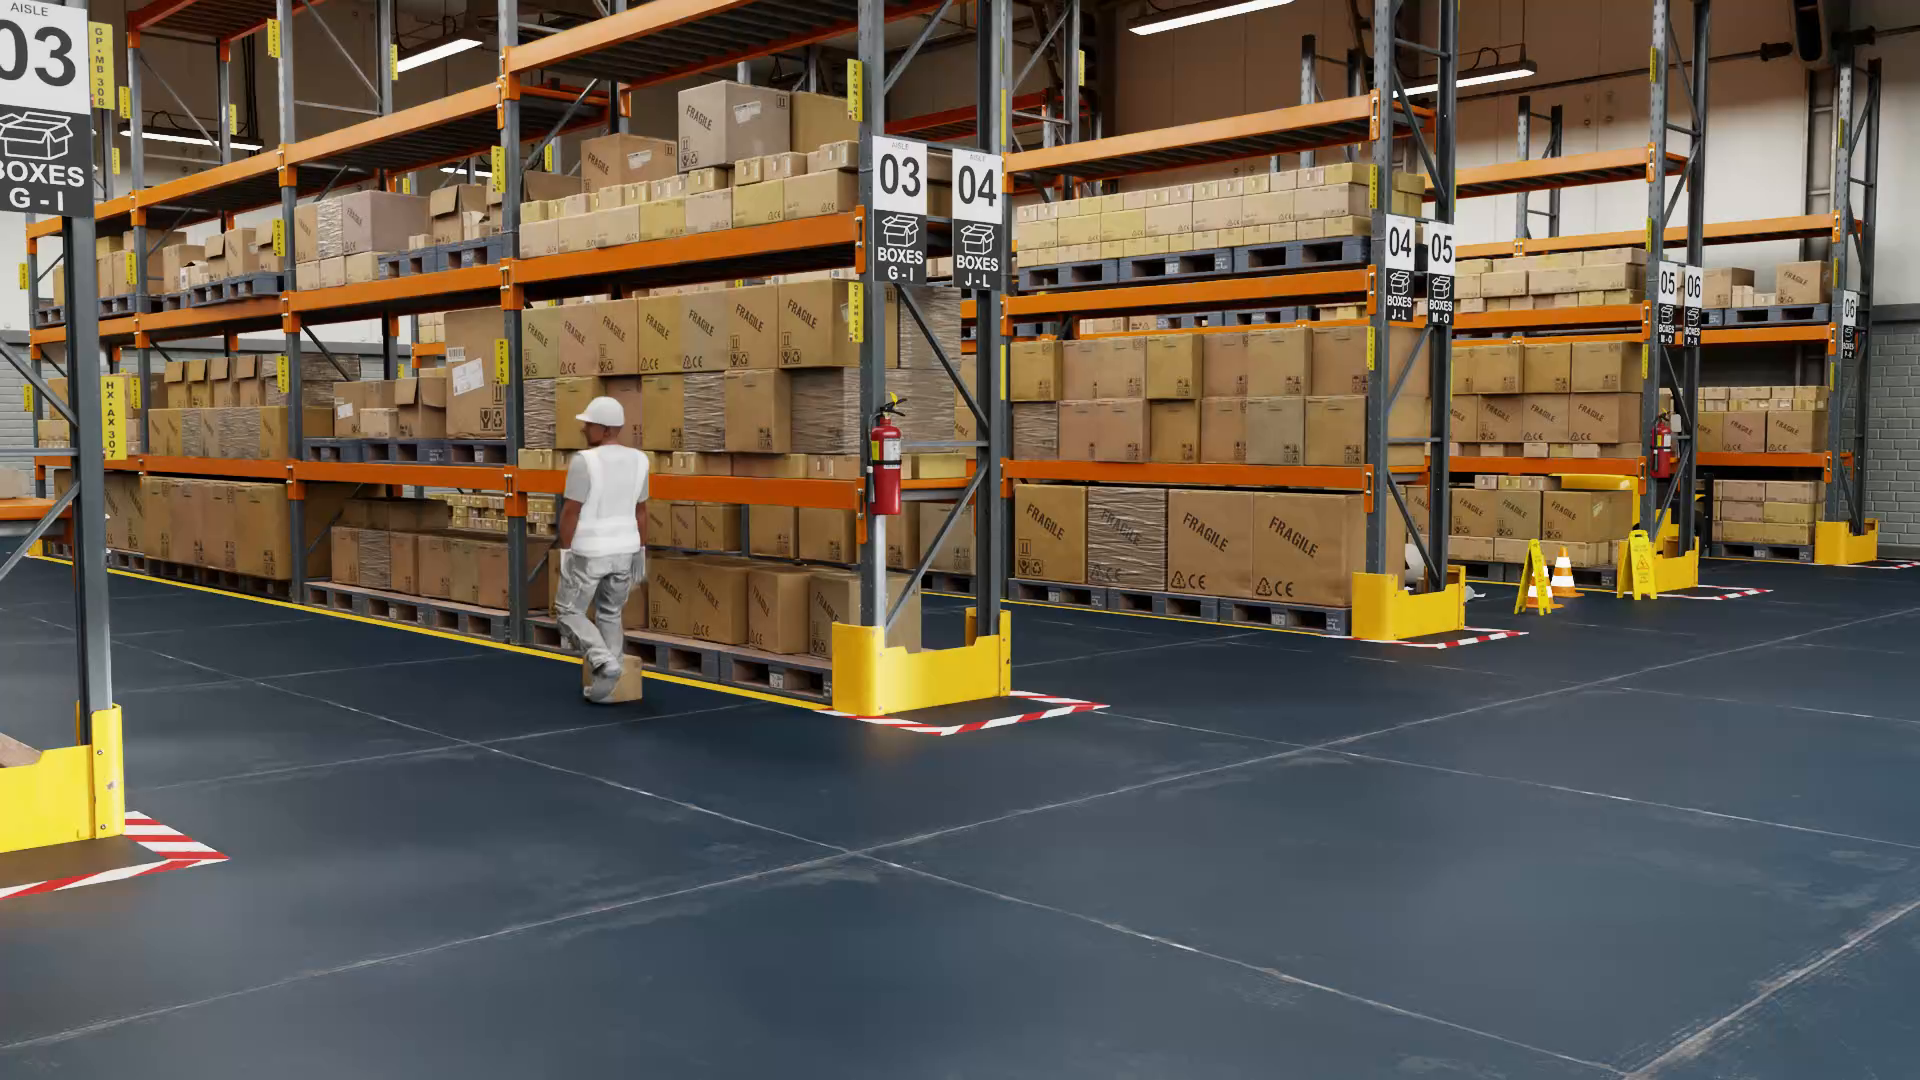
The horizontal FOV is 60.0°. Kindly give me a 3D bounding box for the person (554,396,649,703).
[{"bbox_3d":[-2.042,0.069,9.469,0.589,1.765,0.728,-3,5,-41],"label":"person"}]
